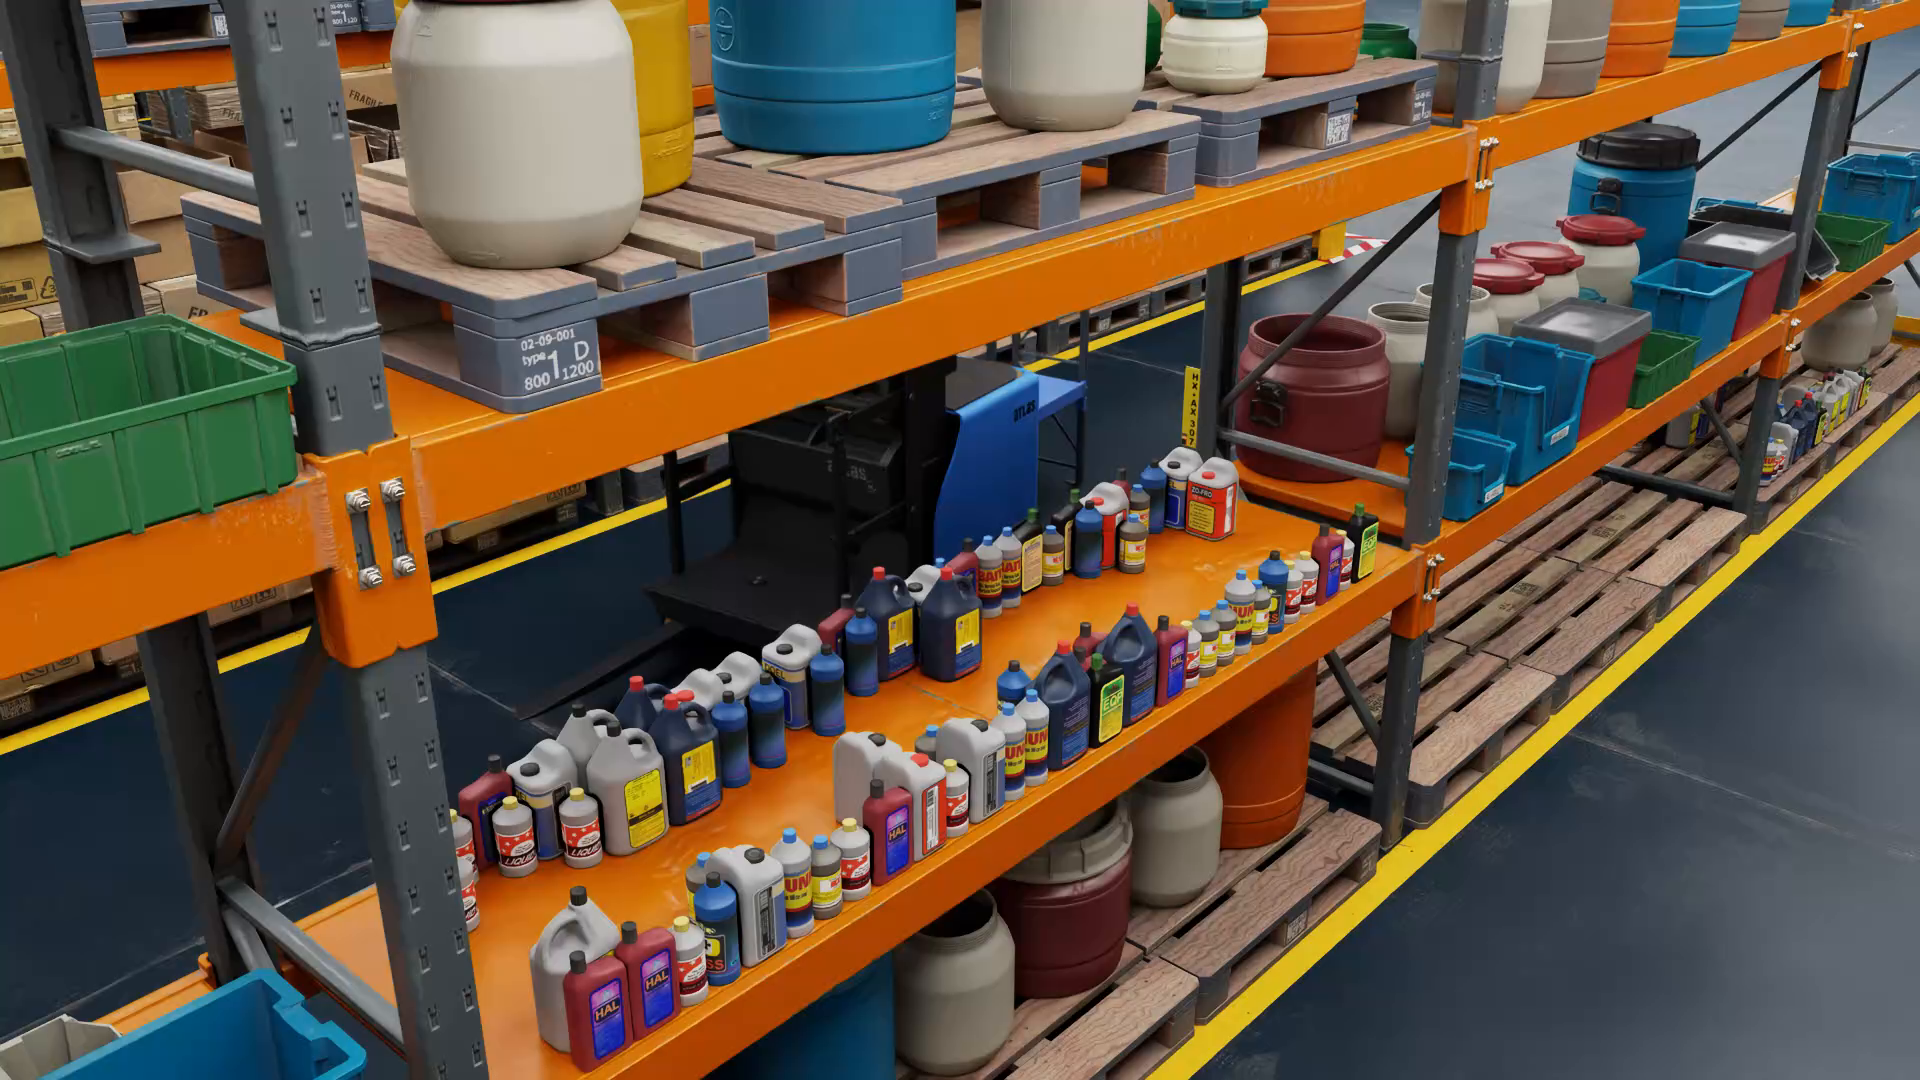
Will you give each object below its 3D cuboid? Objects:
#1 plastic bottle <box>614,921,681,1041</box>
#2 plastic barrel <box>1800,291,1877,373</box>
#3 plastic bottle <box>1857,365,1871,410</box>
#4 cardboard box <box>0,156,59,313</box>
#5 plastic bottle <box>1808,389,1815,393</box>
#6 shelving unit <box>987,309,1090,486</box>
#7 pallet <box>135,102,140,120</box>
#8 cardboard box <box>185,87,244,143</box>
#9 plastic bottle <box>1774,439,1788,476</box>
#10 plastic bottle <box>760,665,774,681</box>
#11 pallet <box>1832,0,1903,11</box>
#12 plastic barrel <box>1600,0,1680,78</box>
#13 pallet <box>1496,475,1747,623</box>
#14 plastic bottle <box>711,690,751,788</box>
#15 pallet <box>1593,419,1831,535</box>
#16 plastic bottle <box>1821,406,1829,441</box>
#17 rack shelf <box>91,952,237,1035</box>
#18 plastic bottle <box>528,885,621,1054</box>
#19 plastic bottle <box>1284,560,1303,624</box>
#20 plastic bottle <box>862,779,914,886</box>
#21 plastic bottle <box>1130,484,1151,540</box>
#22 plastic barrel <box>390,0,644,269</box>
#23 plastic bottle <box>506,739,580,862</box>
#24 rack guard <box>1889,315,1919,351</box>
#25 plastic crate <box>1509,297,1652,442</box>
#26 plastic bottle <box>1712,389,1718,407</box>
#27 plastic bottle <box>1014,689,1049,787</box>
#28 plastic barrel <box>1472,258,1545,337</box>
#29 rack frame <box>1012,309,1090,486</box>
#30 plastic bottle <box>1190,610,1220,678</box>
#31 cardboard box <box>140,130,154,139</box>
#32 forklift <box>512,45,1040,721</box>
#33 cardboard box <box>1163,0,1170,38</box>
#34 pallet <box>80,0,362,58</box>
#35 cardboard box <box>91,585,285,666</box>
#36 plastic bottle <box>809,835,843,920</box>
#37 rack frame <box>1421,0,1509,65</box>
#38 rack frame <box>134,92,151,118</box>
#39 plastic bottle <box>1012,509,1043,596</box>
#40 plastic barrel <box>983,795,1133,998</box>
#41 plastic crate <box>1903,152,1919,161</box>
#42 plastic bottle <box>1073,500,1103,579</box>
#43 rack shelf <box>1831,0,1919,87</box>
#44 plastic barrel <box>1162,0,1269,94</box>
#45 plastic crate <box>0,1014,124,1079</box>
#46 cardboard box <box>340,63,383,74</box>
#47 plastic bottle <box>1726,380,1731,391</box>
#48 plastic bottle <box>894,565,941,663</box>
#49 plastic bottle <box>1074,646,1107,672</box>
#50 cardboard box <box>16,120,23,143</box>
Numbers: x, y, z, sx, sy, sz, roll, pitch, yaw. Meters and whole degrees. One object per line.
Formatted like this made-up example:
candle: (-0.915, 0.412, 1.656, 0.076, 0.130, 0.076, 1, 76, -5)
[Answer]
plastic bottle: (-0.682, 0.941, 3.629, 0.061, 0.283, 0.133, 20, 31, 38)
plastic barrel: (5.958, -1.415, 11.268, 0.421, 0.512, 0.421, 0, 24, 0)
plastic bottle: (5.711, -0.974, 10.539, 0.061, 0.283, 0.133, 21, 32, 39)
cardboard box: (-4.136, -1.335, 7.214, 0.797, 0.503, 0.637, 21, 31, 38)
plastic bottle: (5.268, -0.834, 10.326, 0.097, 0.201, 0.097, 0, 24, 0)
shelving unit: (0.251, -0.896, 9.415, 0.538, 1.500, 1.048, 15, 28, 30)
pallet: (-11.225, -5.419, 21.079, 1.003, 0.211, 1.213, 20, 31, 38)
cardboard box: (-5.478, -3.142, 12.469, 0.500, 0.500, 0.500, 21, 31, 38)
plastic bottle: (4.680, -0.477, 9.531, 0.097, 0.201, 0.097, 0, 24, 0)
plastic bottle: (-0.584, 0.457, 4.808, 0.097, 0.201, 0.097, 0, 24, 0)
pallet: (4.414, -3.043, 8.936, 1.213, 0.211, 1.003, 20, 31, 38)
plastic barrel: (2.482, -2.250, 6.412, 0.600, 0.830, 0.708, 20, 31, 38)
pallet: (3.510, 0.008, 8.974, 1.003, 0.211, 1.213, 20, 31, 38)
plastic bottle: (-0.626, 0.537, 4.543, 0.097, 0.271, 0.097, 0, 24, 0)
pallet: (4.485, -0.435, 9.962, 1.003, 0.211, 1.213, 20, 31, 38)
plastic bottle: (5.185, -0.708, 10.046, 0.097, 0.201, 0.097, 0, 24, 0)
rack shelf: (-2.669, 1.861, 2.313, 1.077, 0.370, 4.000, 20, 31, 38)
plastic bottle: (-0.831, 0.915, 3.604, 0.144, 0.351, 0.185, 20, 31, 38)
plastic bottle: (1.074, 0.165, 5.459, 0.097, 0.201, 0.097, 0, 24, 0)
plastic bottle: (-0.179, 0.711, 4.141, 0.061, 0.283, 0.133, 20, 31, 38)
plastic bottle: (0.643, -0.104, 6.058, 0.097, 0.201, 0.097, 0, 24, 0)
plastic barrel: (-0.796, -0.791, 3.002, 0.433, 0.535, 0.433, 0, 24, 0)
plastic bottle: (-1.068, 0.660, 4.263, 0.152, 0.276, 0.135, 20, 31, 38)
rack guard: (6.659, -1.556, 12.110, 1.175, 0.500, 0.348, 20, 31, 38)
plastic crate: (2.642, -0.734, 7.141, 0.402, 0.464, 0.583, 20, 31, 38)
plastic bottle: (4.658, -0.887, 10.345, 0.061, 0.283, 0.133, 20, 31, 38)
plastic bottle: (0.194, 0.535, 4.549, 0.097, 0.271, 0.097, 0, 24, 0)
plastic barrel: (2.425, -0.989, 7.624, 0.433, 0.535, 0.433, 0, 24, 0)
rack frame: (0.527, -1.071, 9.805, 0.500, 1.500, 0.032, 15, 28, 30)
plastic bottle: (0.749, 0.313, 5.128, 0.097, 0.201, 0.097, 0, 24, 0)
cardboard box: (-8.351, -3.972, 17.142, 0.950, 0.372, 0.625, 21, 32, 39)
forklift: (-0.797, -0.832, 7.524, 1.130, 2.935, 3.031, 15, 28, 30)
cardboard box: (1.473, -3.877, 12.522, 0.500, 0.500, 0.500, 20, 31, 38)
pallet: (-3.487, -2.378, 7.453, 1.003, 0.211, 1.213, 22, 32, 40)
cardboard box: (-4.014, -0.124, 7.945, 1.225, 0.875, 0.875, 19, 30, 36)
plastic bottle: (-0.334, 0.808, 4.025, 0.097, 0.201, 0.097, 0, 24, 0)
rack frame: (1.336, -3.033, 5.015, 1.000, 3.000, 0.127, 20, 31, 38)
rack frame: (-10.762, -6.927, 21.033, 1.000, 3.000, 0.127, 20, 31, 38)
plastic bottle: (0.220, 0.041, 5.635, 0.061, 0.283, 0.133, 20, 31, 38)
plastic barrel: (0.268, 1.111, 5.540, 0.600, 0.588, 0.708, 20, 31, 38)
plastic crate: (6.564, -2.431, 11.187, 0.499, 0.251, 0.616, 20, 31, 38)
plastic bottle: (0.445, -0.008, 5.758, 0.097, 0.271, 0.097, 0, 24, 0)
rack shelf: (5.340, -3.164, 9.853, 1.077, 0.370, 4.000, 20, 31, 38)
plastic barrel: (0.729, -1.426, 4.754, 0.301, 0.262, 0.301, 0, 24, 0)
plastic crate: (-1.751, 1.119, 3.337, 0.396, 0.136, 0.243, 20, 31, 38)
cardboard box: (-4.995, -3.980, 13.117, 0.700, 0.500, 0.500, 20, 31, 37)
plastic bottle: (5.004, -1.117, 10.872, 0.097, 0.271, 0.097, 0, 24, 0)
plastic bottle: (-0.119, 0.227, 5.229, 0.152, 0.276, 0.135, 20, 31, 38)
plastic bottle: (0.363, 0.426, 4.776, 0.061, 0.283, 0.133, 20, 31, 38)
cardboard box: (-6.320, -2.808, 11.277, 0.380, 0.149, 0.250, 21, 32, 39)
